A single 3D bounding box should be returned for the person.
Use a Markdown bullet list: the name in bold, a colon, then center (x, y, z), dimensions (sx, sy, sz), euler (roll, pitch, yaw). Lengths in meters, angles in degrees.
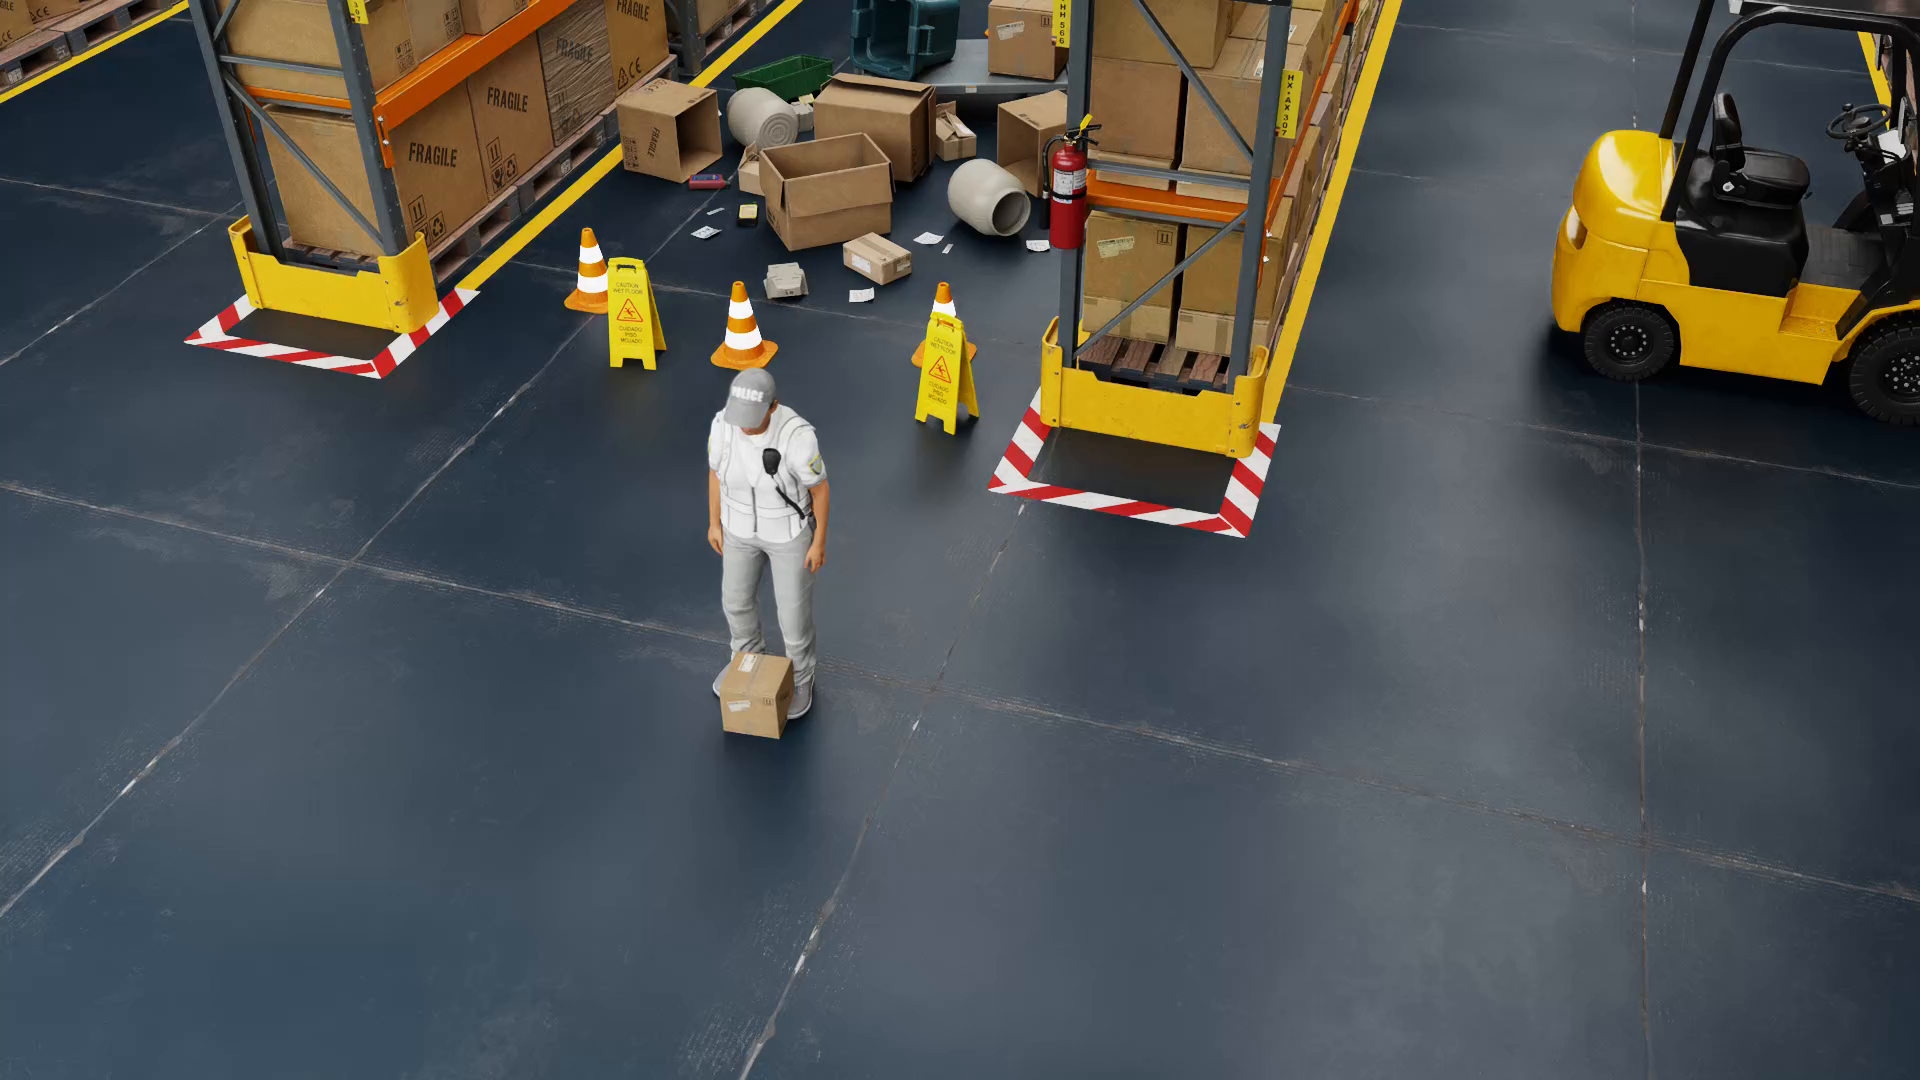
- **person**: center (-0.807, -0.021, 6.912), dimensions (0.544, 1.666, 0.471), euler (10, 39, 13)
